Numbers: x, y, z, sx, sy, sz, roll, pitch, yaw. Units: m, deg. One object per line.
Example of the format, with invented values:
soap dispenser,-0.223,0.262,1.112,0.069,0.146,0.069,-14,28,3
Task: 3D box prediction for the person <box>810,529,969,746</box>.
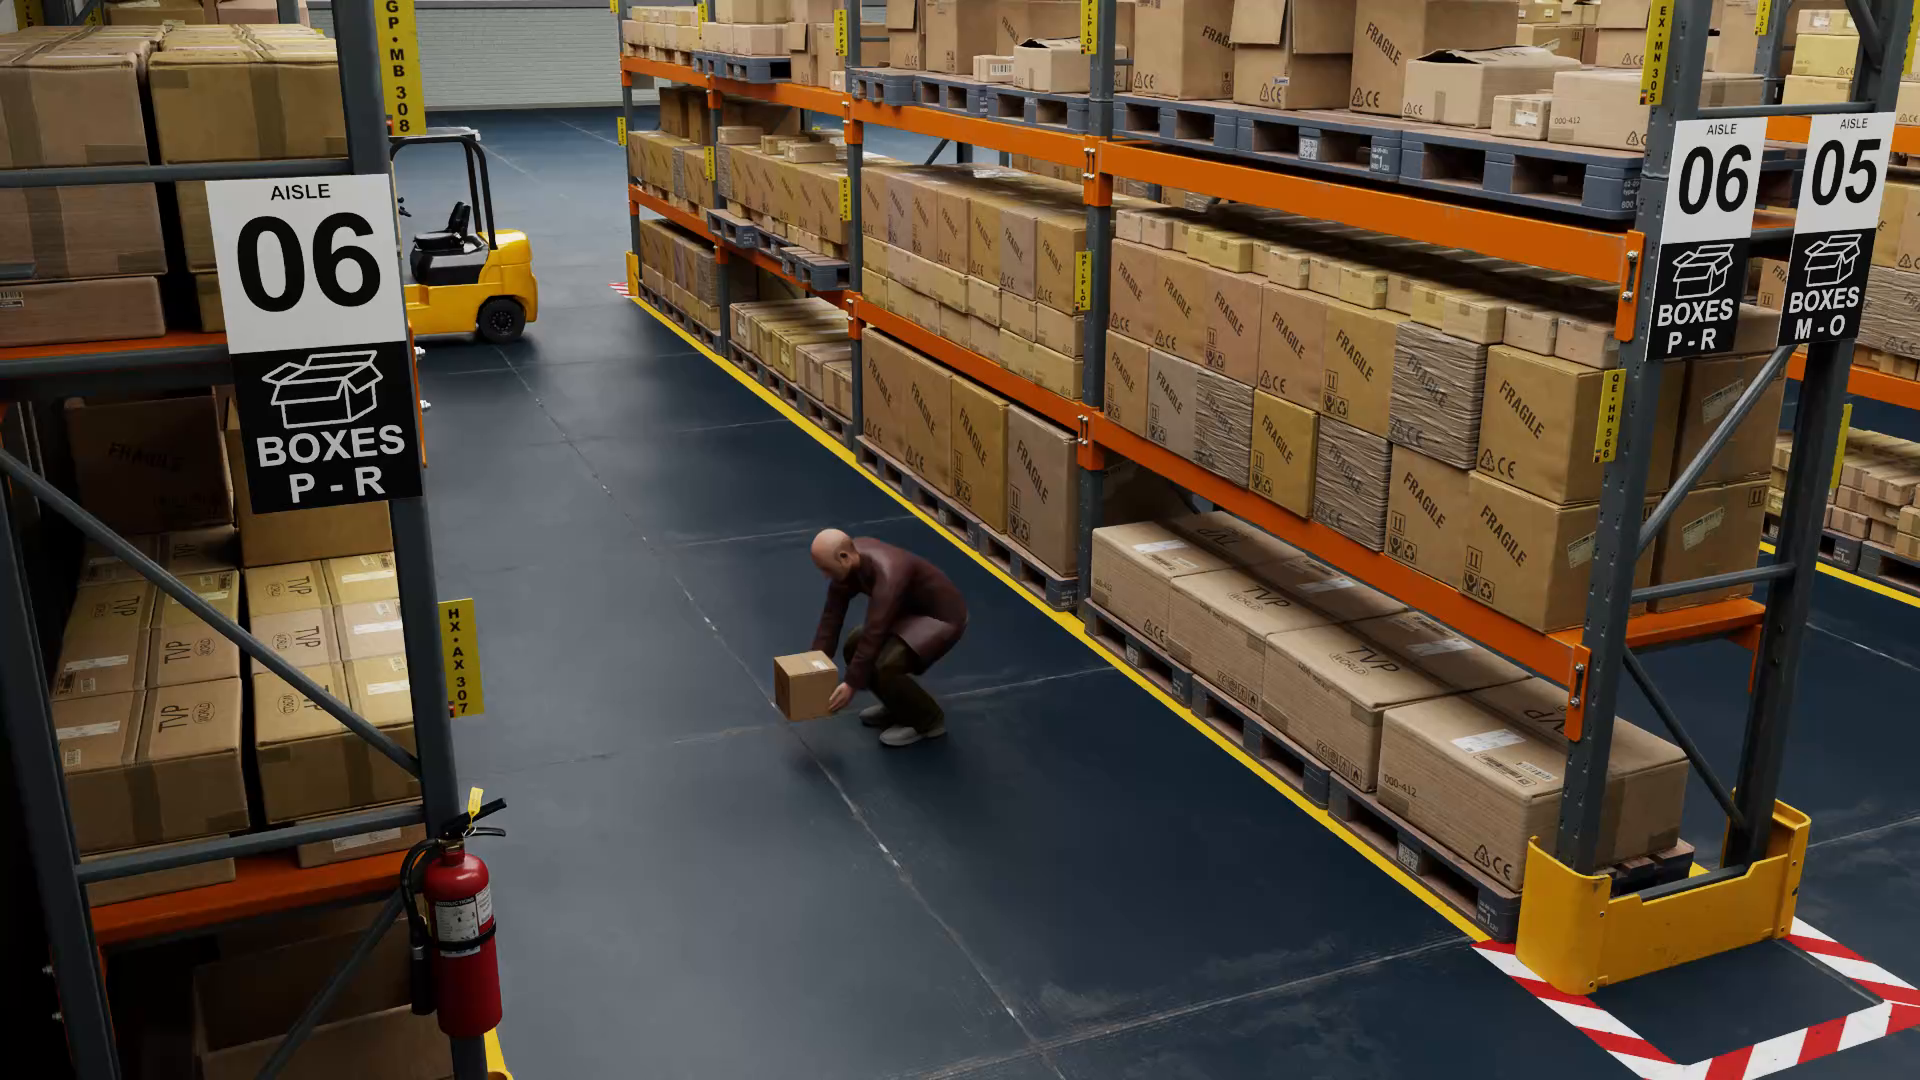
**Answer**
person,-0.357,0.444,8.261,0.850,1.144,0.620,-8,20,-22
